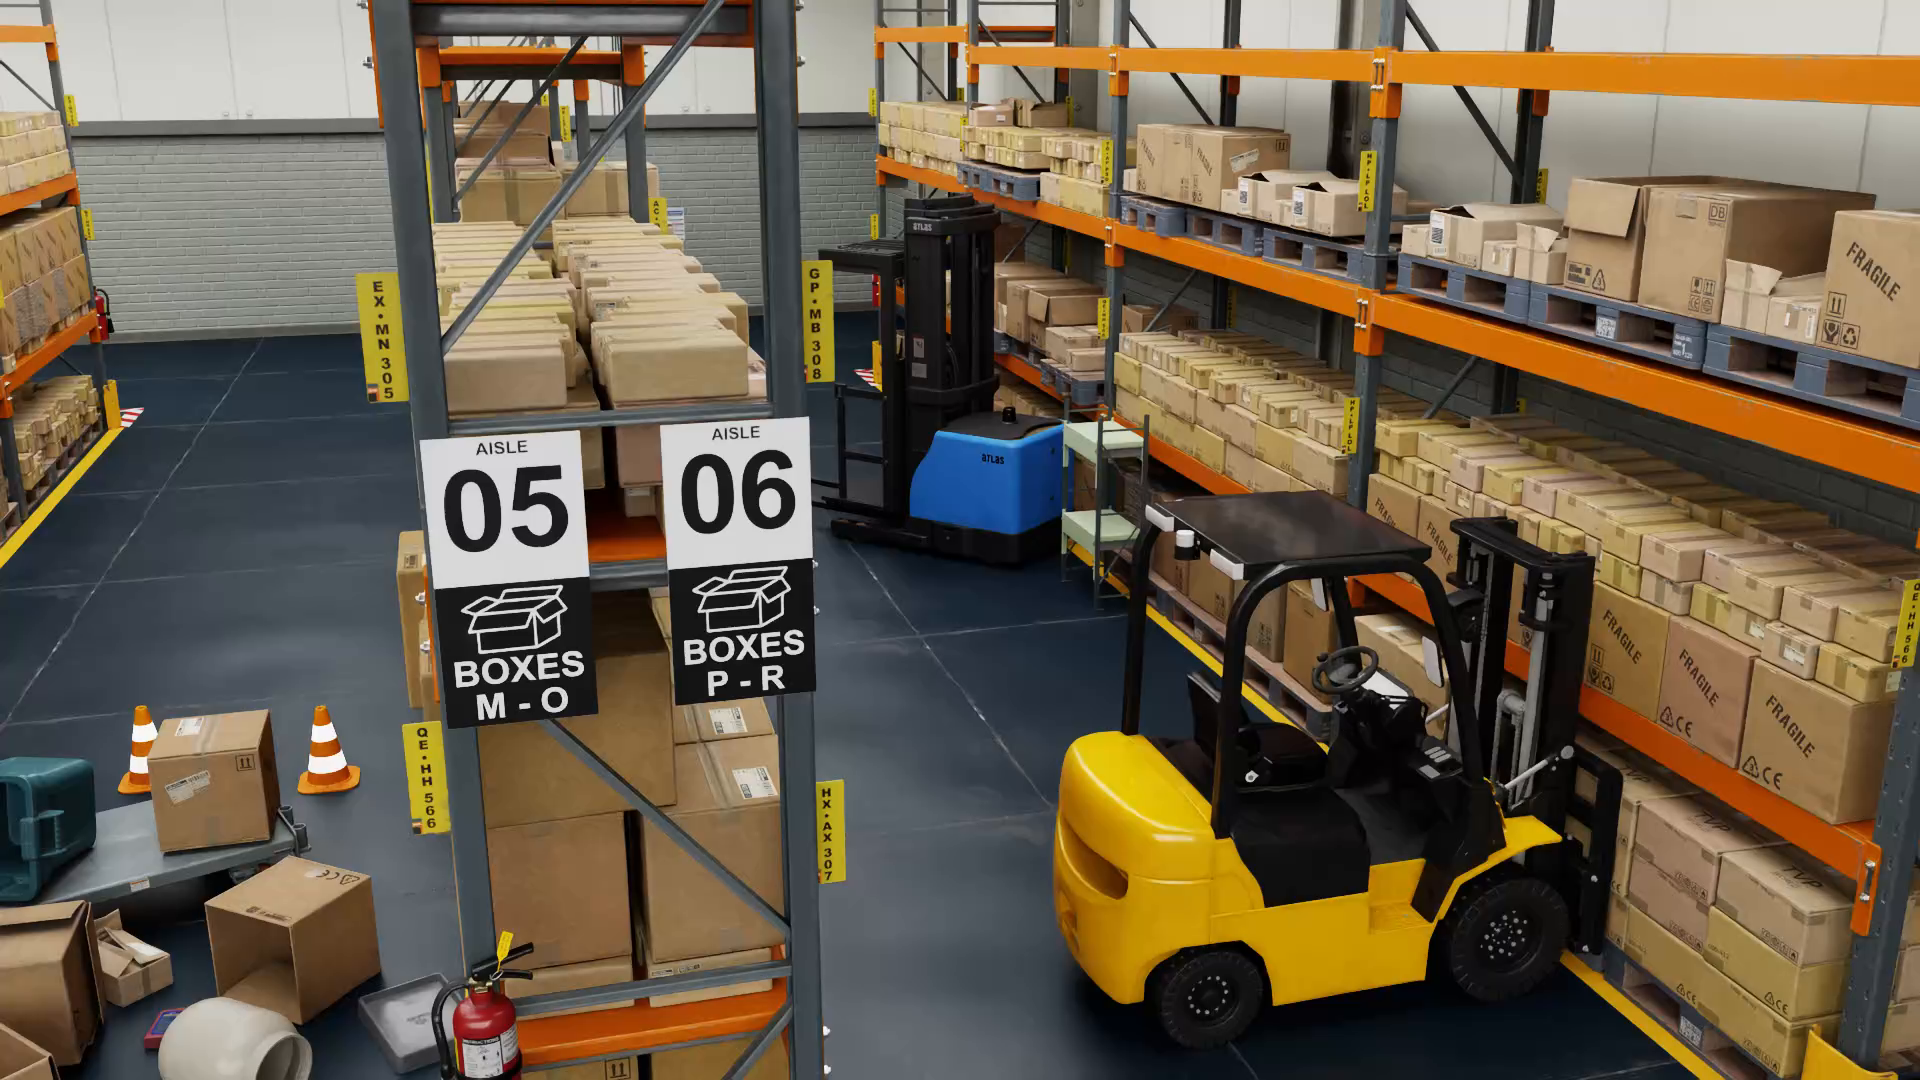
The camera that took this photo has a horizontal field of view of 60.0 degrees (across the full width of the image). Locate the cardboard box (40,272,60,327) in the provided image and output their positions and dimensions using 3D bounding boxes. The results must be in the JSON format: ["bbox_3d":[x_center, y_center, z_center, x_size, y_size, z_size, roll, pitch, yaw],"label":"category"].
[{"bbox_3d":[-9.255,-2.356,16.391,0.500,0.500,0.500,-4,17,-12],"label":"cardboard box"}]

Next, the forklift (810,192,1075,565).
[{"bbox_3d":[-0.521,-1.503,14.360,3.031,2.935,1.130,11,20,32],"label":"forklift"}]

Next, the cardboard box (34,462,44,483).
[{"bbox_3d":[-8.803,-0.620,15.528,0.380,0.149,0.250,-4,17,-14],"label":"cardboard box"}]

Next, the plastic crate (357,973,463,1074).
[{"bbox_3d":[-2.365,2.106,7.301,0.402,0.080,0.583,-12,20,-34],"label":"plastic crate"}]

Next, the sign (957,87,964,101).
[{"bbox_3d":[0.005,-5.403,20.471,0.100,0.325,0.005,-5,17,-15],"label":"sign"}]

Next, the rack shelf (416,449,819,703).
[{"bbox_3d":[-1.459,-0.330,6.372,1.077,0.370,4.000,-5,17,-15],"label":"rack shelf"}]

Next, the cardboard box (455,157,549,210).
[{"bbox_3d":[-2.592,-2.027,9.434,0.500,0.250,0.500,-4,17,-14],"label":"cardboard box"}]

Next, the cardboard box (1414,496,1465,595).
[{"bbox_3d":[2.793,0.054,8.885,0.500,0.500,0.500,-4,17,-14],"label":"cardboard box"}]

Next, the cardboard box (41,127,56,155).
[{"bbox_3d":[-9.525,-4.047,16.887,0.500,0.250,0.500,-5,17,-17],"label":"cardboard box"}]

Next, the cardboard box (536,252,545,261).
[{"bbox_3d":[-2.151,-1.155,7.612,0.500,0.250,0.500,-5,17,-16],"label":"cardboard box"}]

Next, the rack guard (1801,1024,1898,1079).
[{"bbox_3d":[3.869,2.126,6.506,1.175,0.500,0.348,-5,17,-15],"label":"rack guard"}]

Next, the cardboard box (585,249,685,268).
[{"bbox_3d":[-1.290,-1.065,6.621,0.380,0.149,0.250,-4,17,-15],"label":"cardboard box"}]

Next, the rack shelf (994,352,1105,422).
[{"bbox_3d":[1.114,-1.500,15.481,1.077,0.370,4.000,-5,17,-15],"label":"rack shelf"}]

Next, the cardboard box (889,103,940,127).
[{"bbox_3d":[-0.532,-4.966,19.430,0.500,0.250,0.500,-5,17,-16],"label":"cardboard box"}]

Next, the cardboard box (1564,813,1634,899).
[{"bbox_3d":[3.139,1.408,7.732,0.500,0.250,0.500,-5,17,-17],"label":"cardboard box"}]

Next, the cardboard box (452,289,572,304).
[{"bbox_3d":[-1.488,-0.739,5.534,0.380,0.149,0.250,-5,17,-15],"label":"cardboard box"}]

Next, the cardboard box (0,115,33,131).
[{"bbox_3d":[-9.431,-4.131,16.475,0.380,0.149,0.250,-5,17,-17],"label":"cardboard box"}]

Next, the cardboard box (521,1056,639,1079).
[{"bbox_3d":[-1.380,1.871,5.755,0.500,0.500,0.500,-5,17,-15],"label":"cardboard box"}]

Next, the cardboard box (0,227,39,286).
[{"bbox_3d":[-9.094,-2.682,15.737,0.500,0.500,0.500,-4,17,-14],"label":"cardboard box"}]

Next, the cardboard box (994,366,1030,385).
[{"bbox_3d":[0.525,-1.666,16.755,0.380,0.149,0.250,-6,18,-18],"label":"cardboard box"}]

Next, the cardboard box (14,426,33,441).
[{"bbox_3d":[-8.970,-0.964,15.638,0.380,0.149,0.250,-5,17,-16],"label":"cardboard box"}]

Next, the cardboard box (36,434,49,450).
[{"bbox_3d":[-9.112,-0.969,16.171,0.380,0.149,0.250,-4,17,-13],"label":"cardboard box"}]

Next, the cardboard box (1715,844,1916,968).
[{"bbox_3d":[3.436,1.456,6.702,0.500,0.250,0.500,-4,17,-13],"label":"cardboard box"}]

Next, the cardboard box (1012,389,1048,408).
[{"bbox_3d":[0.728,-1.376,16.308,0.380,0.149,0.250,-5,17,-16],"label":"cardboard box"}]

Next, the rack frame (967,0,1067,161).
[{"bbox_3d":[0.565,-5.270,16.356,1.000,3.000,0.127,-5,17,-15],"label":"rack frame"}]

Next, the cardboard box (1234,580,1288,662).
[{"bbox_3d":[2.403,0.393,11.327,0.875,0.625,0.625,-5,17,-16],"label":"cardboard box"}]

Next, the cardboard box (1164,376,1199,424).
[{"bbox_3d":[1.814,-1.032,12.064,0.500,0.250,0.500,-5,17,-17],"label":"cardboard box"}]

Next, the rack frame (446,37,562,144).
[{"bbox_3d":[-4.207,-4.877,15.046,1.000,3.000,0.127,-5,17,-15],"label":"rack frame"}]

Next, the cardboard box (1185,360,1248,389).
[{"bbox_3d":[1.833,-1.182,11.871,0.380,0.149,0.250,-4,17,-14],"label":"cardboard box"}]

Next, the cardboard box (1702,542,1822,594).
[{"bbox_3d":[3.369,0.128,6.994,0.380,0.149,0.250,-5,17,-15],"label":"cardboard box"}]

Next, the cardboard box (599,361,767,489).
[{"bbox_3d":[-0.791,-0.352,4.939,0.500,0.250,0.500,-5,17,-16],"label":"cardboard box"}]

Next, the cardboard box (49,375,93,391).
[{"bbox_3d":[-9.649,-1.685,18.040,0.380,0.149,0.250,-4,17,-15],"label":"cardboard box"}]

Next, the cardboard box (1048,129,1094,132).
[{"bbox_3d":[1.039,-3.746,15.510,0.380,0.149,0.250,-5,18,-17],"label":"cardboard box"}]

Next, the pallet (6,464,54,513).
[{"bbox_3d":[-9.157,-0.432,15.523,1.003,0.211,1.213,-5,17,-15],"label":"pallet"}]

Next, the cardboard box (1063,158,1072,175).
[{"bbox_3d":[1.104,-3.212,14.284,0.380,0.149,0.250,-5,17,-15],"label":"cardboard box"}]

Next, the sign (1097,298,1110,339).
[{"bbox_3d":[1.145,-1.762,13.229,0.100,0.325,0.005,-5,17,-15],"label":"sign"}]

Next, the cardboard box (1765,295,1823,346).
[{"bbox_3d":[3.343,-0.848,6.382,0.380,0.149,0.250,-5,17,-17],"label":"cardboard box"}]

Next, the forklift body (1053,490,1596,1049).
[{"bbox_3d":[1.587,0.948,7.557,2.313,2.155,1.214,-5,17,-15],"label":"forklift body"}]

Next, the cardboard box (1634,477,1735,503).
[{"bbox_3d":[3.502,-0.192,8.058,0.380,0.149,0.250,-4,17,-14],"label":"cardboard box"}]

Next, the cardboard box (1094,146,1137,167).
[{"bbox_3d":[1.285,-3.061,13.264,0.380,0.149,0.250,-4,17,-13],"label":"cardboard box"}]

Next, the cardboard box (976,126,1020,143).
[{"bbox_3d":[0.367,-3.920,16.089,0.380,0.149,0.250,-4,17,-14],"label":"cardboard box"}]

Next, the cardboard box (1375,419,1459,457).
[{"bbox_3d":[2.566,-0.574,9.330,0.380,0.149,0.250,-4,17,-14],"label":"cardboard box"}]

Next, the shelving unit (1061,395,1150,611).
[{"bbox_3d":[1.107,-0.297,12.835,0.431,1.500,0.755,-5,17,-16],"label":"shelving unit"}]

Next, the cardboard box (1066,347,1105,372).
[{"bbox_3d":[1.115,-1.523,14.015,0.380,0.149,0.250,-4,17,-14],"label":"cardboard box"}]

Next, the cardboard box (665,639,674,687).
[{"bbox_3d":[-1.059,0.688,6.256,0.500,0.500,0.500,-5,17,-16],"label":"cardboard box"}]

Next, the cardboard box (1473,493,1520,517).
[{"bbox_3d":[2.836,-0.146,8.422,0.380,0.149,0.250,-5,17,-16],"label":"cardboard box"}]

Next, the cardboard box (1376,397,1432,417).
[{"bbox_3d":[2.782,-0.805,10.616,0.380,0.149,0.250,-5,17,-15],"label":"cardboard box"}]

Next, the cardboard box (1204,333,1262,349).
[{"bbox_3d":[2.127,-1.512,12.970,0.380,0.149,0.250,-4,17,-14],"label":"cardboard box"}]

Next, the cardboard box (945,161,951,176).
[{"bbox_3d":[0.052,-3.933,17.553,0.380,0.149,0.250,-4,17,-13],"label":"cardboard box"}]

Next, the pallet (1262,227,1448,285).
[{"bbox_3d":[2.508,-1.772,10.257,0.805,0.209,1.217,-5,18,-17],"label":"pallet"}]

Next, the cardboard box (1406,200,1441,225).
[{"bbox_3d":[2.719,-2.000,10.215,0.380,0.149,0.250,-5,17,-15],"label":"cardboard box"}]

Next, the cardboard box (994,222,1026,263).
[{"bbox_3d":[0.411,-3.260,18.531,0.500,0.500,0.500,-5,17,-17],"label":"cardboard box"}]

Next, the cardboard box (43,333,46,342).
[{"bbox_3d":[-9.229,-1.999,16.331,0.380,0.149,0.250,-4,17,-13],"label":"cardboard box"}]

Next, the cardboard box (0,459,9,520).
[{"bbox_3d":[-8.493,-0.404,14.197,0.500,0.500,0.500,-5,17,-16],"label":"cardboard box"}]

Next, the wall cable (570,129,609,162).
[{"bbox_3d":[-5.518,-5.270,25.016,0.588,1.984,0.122,-5,17,-15],"label":"wall cable"}]
